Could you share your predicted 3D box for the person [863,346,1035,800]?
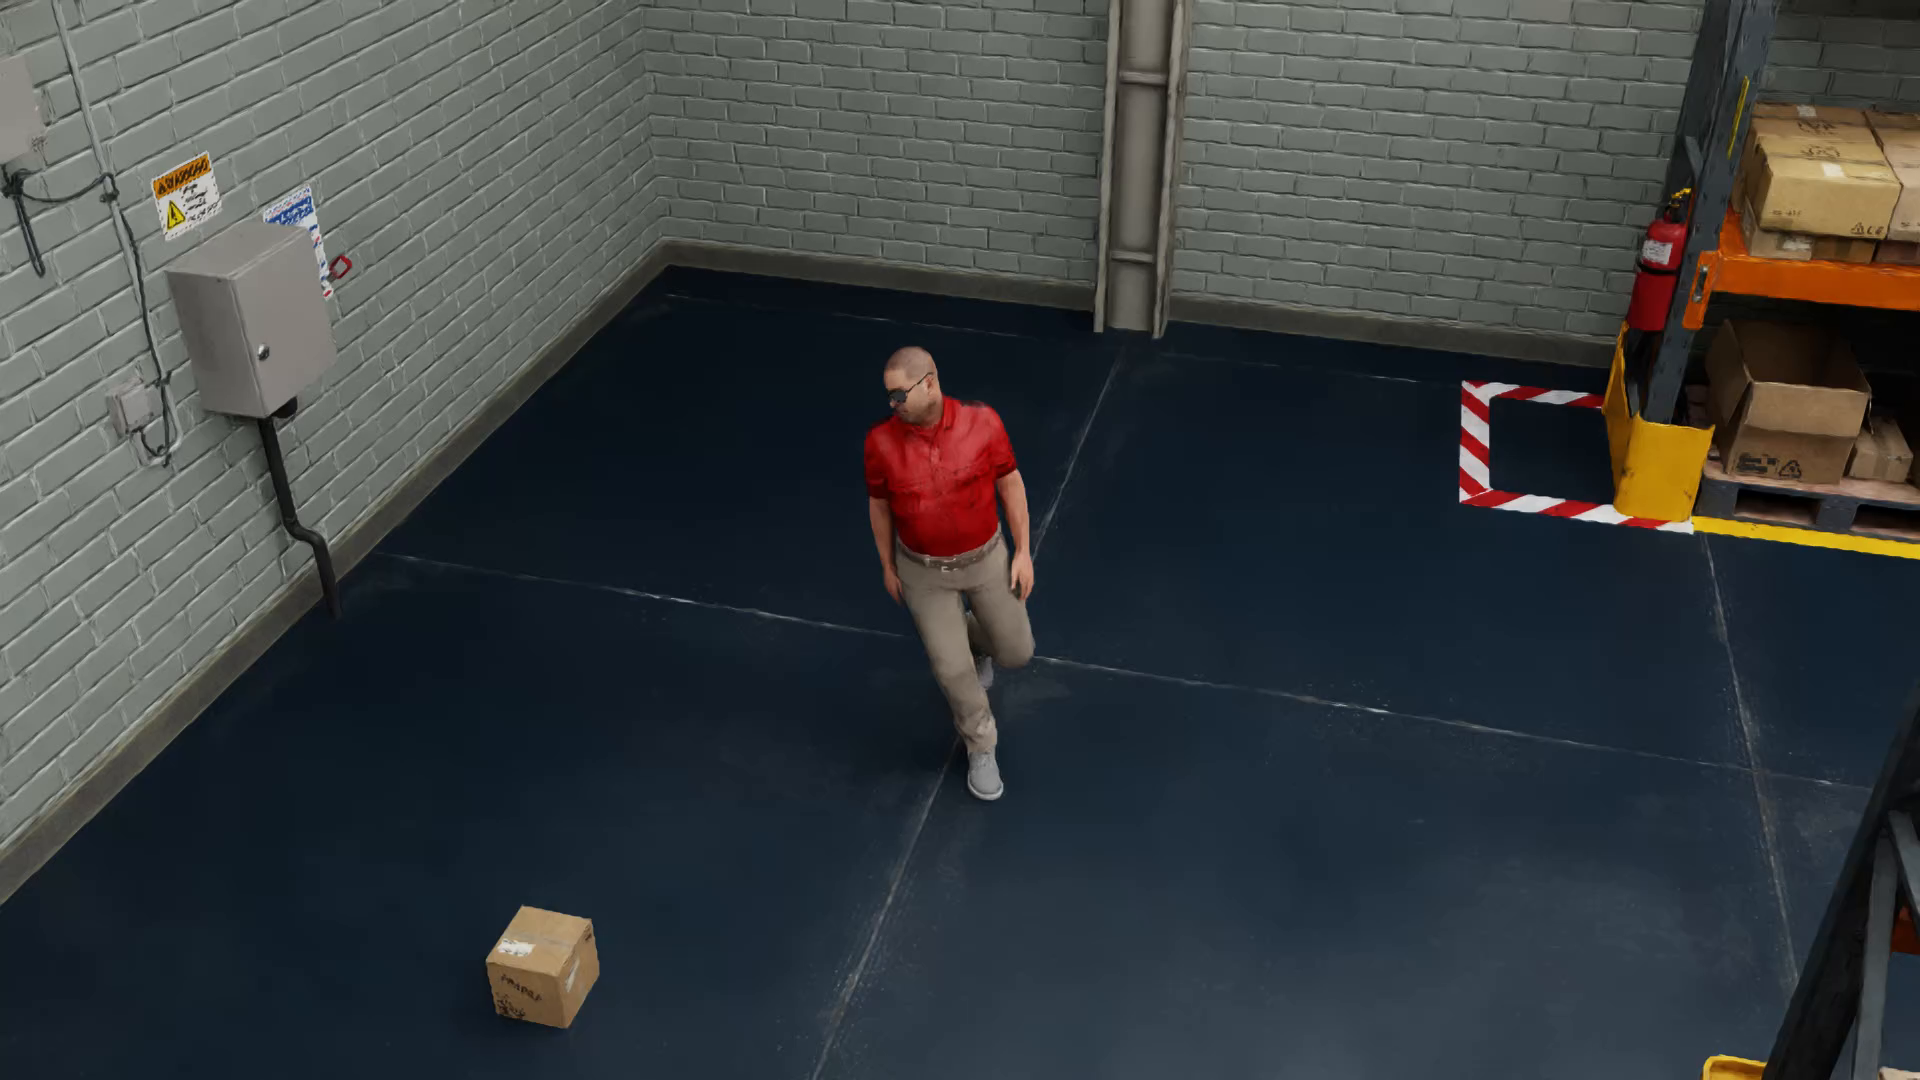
[{"bbox_3d":[-0.032,0.079,6.070,0.609,1.675,0.764,-3,33,-5],"label":"person"}]
